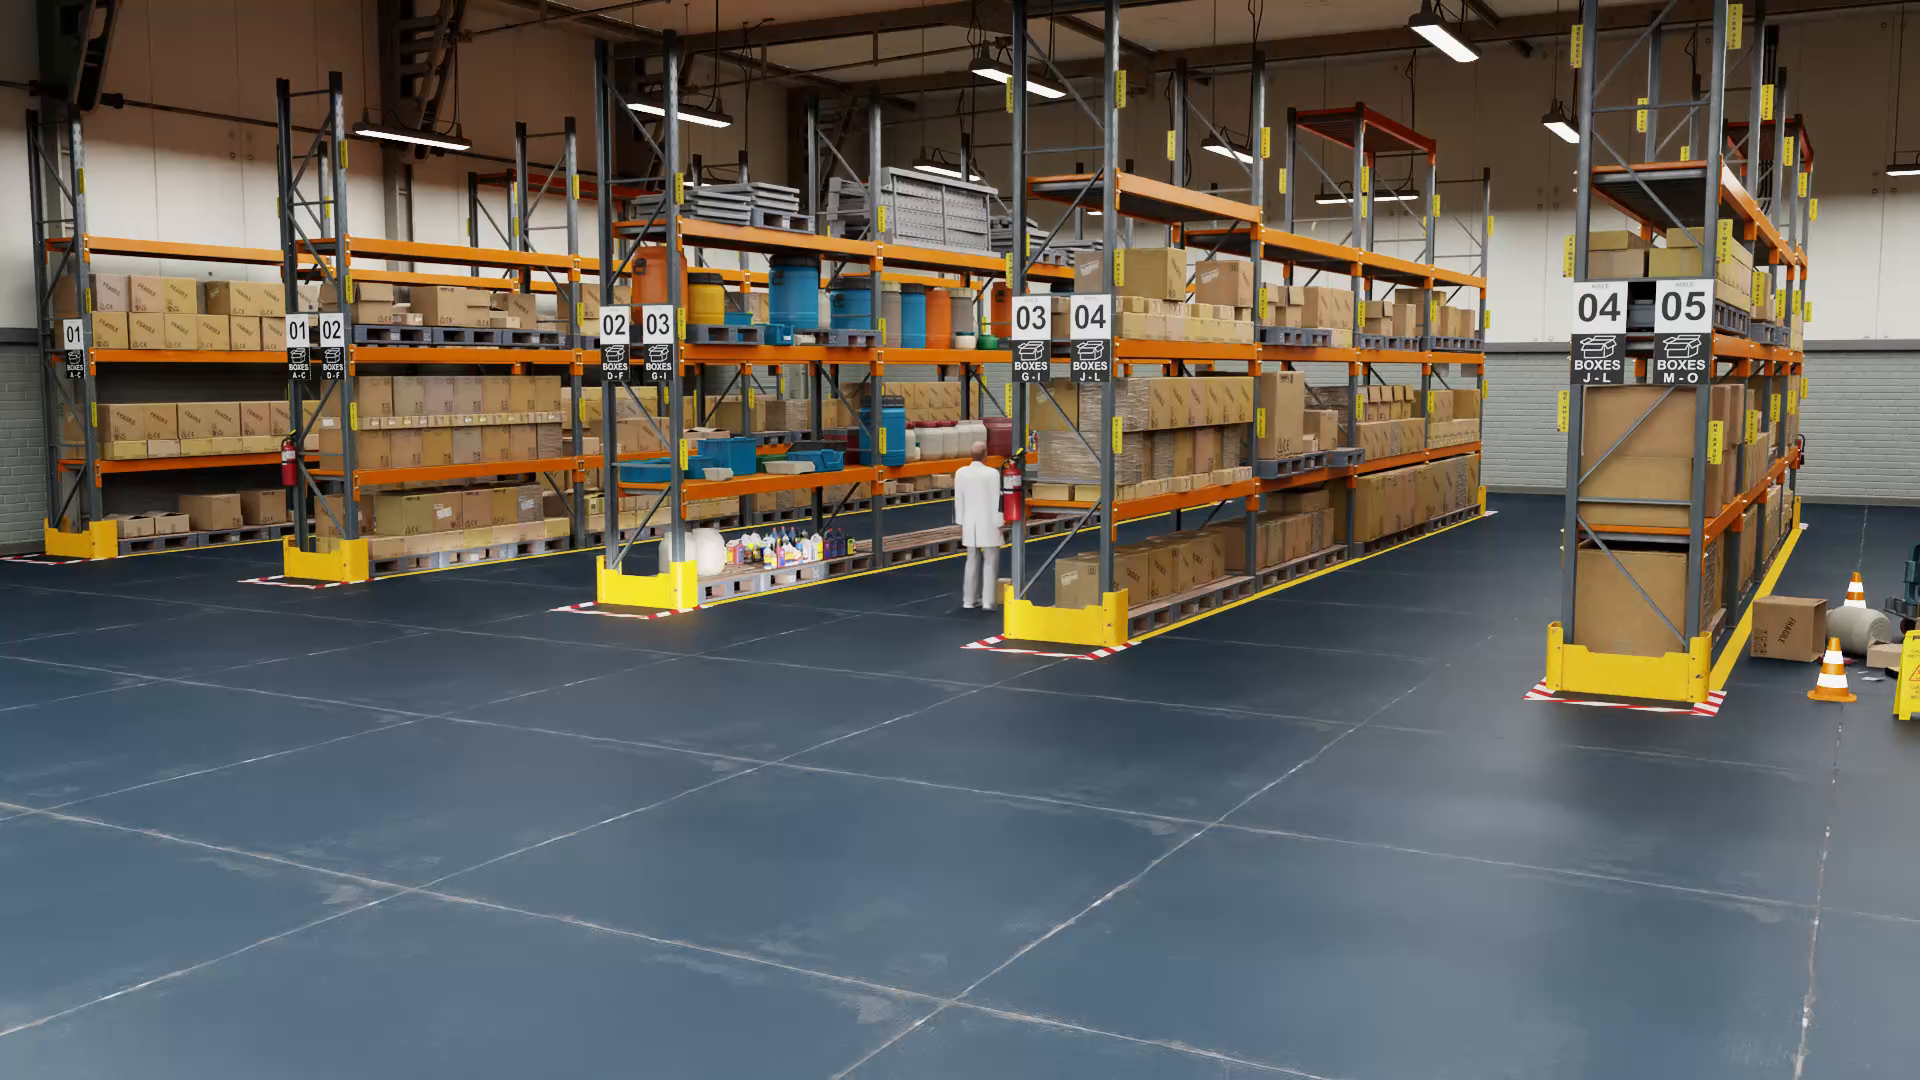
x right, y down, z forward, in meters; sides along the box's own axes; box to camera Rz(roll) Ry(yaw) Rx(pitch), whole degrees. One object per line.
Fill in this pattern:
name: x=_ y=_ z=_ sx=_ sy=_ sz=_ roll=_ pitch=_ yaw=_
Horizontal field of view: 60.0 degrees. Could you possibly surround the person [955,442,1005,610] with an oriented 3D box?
person: x=0.217 y=-0.135 z=17.615 sx=0.565 sy=1.819 sz=0.426 roll=3 pitch=7 yaw=30
